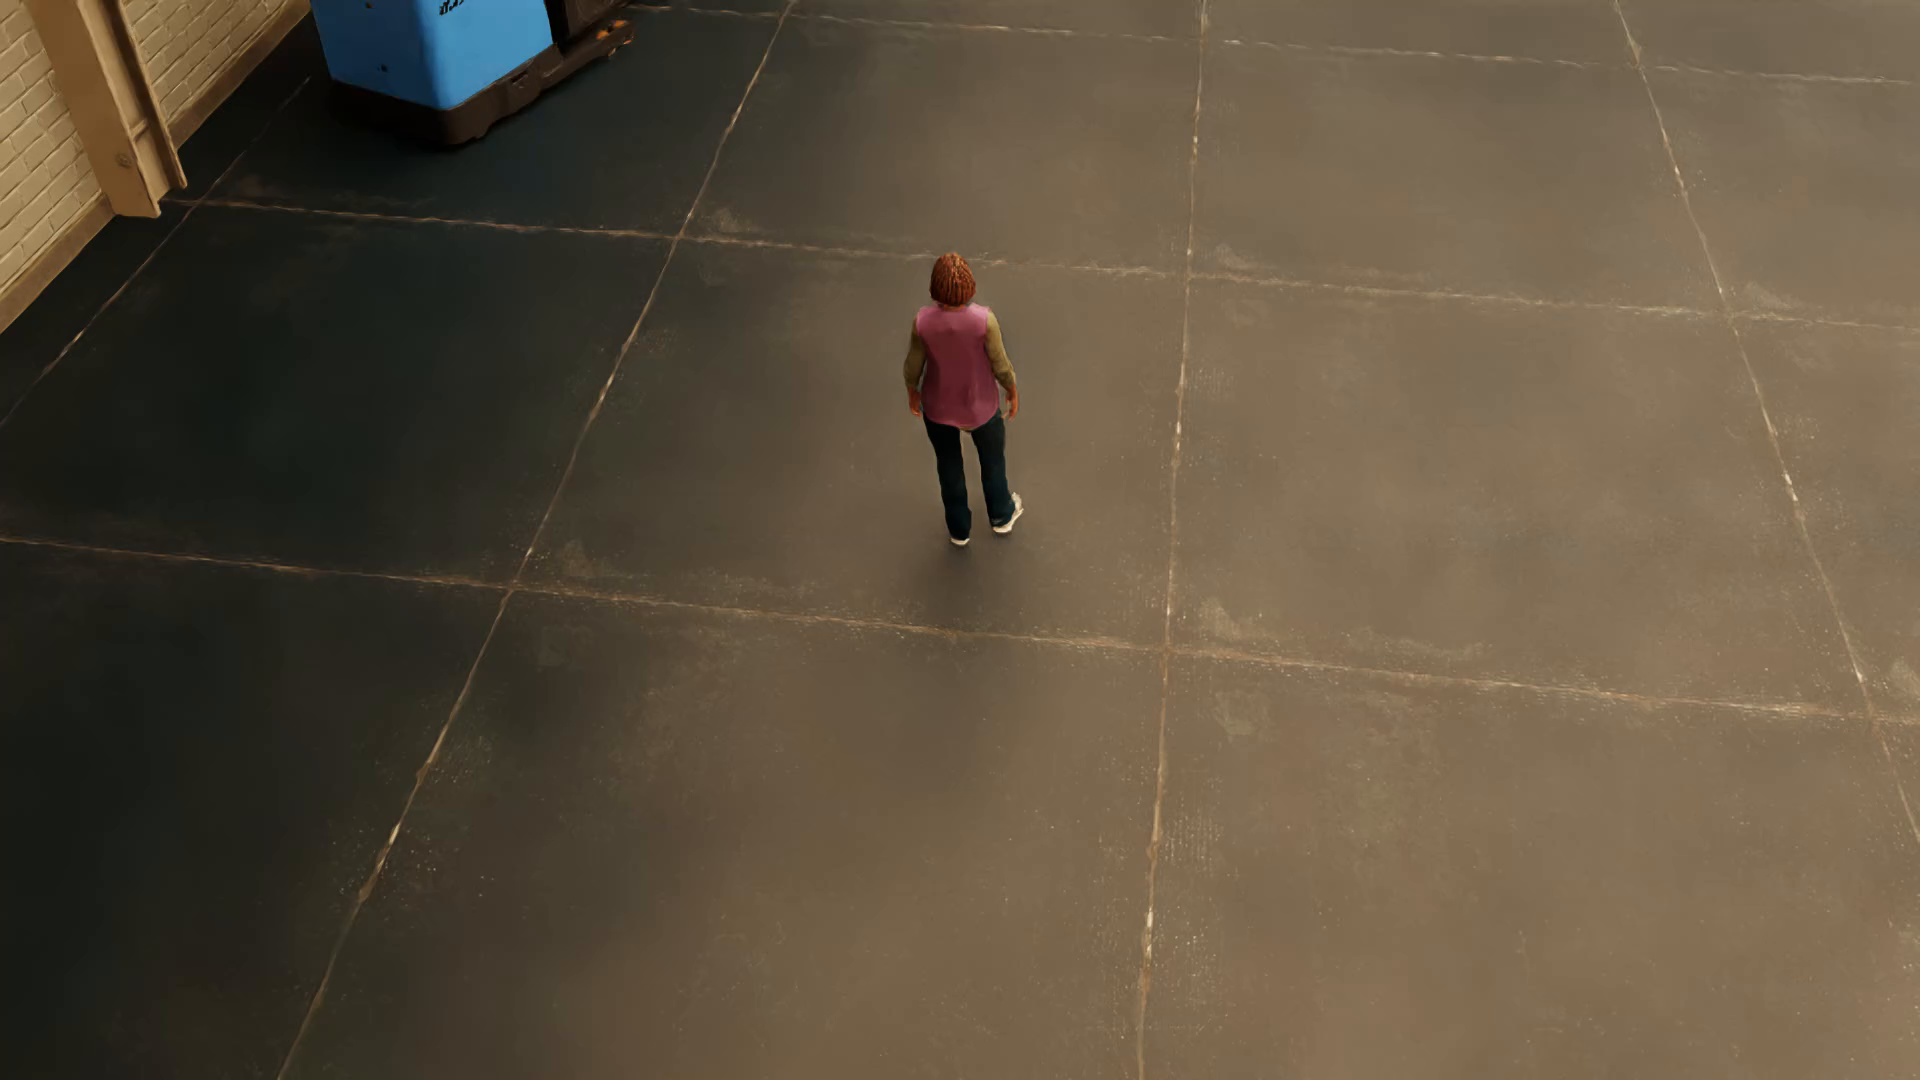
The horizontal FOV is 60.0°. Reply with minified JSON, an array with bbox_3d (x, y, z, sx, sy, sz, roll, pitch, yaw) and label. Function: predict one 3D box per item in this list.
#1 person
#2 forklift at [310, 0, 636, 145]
[{"bbox_3d":[0.023,-0.642,7.399,0.520,1.597,0.474,5,43,6],"label":"person"},{"bbox_3d":[-2.936,-4.570,10.699,1.130,2.935,3.031,19,46,20],"label":"forklift"}]
